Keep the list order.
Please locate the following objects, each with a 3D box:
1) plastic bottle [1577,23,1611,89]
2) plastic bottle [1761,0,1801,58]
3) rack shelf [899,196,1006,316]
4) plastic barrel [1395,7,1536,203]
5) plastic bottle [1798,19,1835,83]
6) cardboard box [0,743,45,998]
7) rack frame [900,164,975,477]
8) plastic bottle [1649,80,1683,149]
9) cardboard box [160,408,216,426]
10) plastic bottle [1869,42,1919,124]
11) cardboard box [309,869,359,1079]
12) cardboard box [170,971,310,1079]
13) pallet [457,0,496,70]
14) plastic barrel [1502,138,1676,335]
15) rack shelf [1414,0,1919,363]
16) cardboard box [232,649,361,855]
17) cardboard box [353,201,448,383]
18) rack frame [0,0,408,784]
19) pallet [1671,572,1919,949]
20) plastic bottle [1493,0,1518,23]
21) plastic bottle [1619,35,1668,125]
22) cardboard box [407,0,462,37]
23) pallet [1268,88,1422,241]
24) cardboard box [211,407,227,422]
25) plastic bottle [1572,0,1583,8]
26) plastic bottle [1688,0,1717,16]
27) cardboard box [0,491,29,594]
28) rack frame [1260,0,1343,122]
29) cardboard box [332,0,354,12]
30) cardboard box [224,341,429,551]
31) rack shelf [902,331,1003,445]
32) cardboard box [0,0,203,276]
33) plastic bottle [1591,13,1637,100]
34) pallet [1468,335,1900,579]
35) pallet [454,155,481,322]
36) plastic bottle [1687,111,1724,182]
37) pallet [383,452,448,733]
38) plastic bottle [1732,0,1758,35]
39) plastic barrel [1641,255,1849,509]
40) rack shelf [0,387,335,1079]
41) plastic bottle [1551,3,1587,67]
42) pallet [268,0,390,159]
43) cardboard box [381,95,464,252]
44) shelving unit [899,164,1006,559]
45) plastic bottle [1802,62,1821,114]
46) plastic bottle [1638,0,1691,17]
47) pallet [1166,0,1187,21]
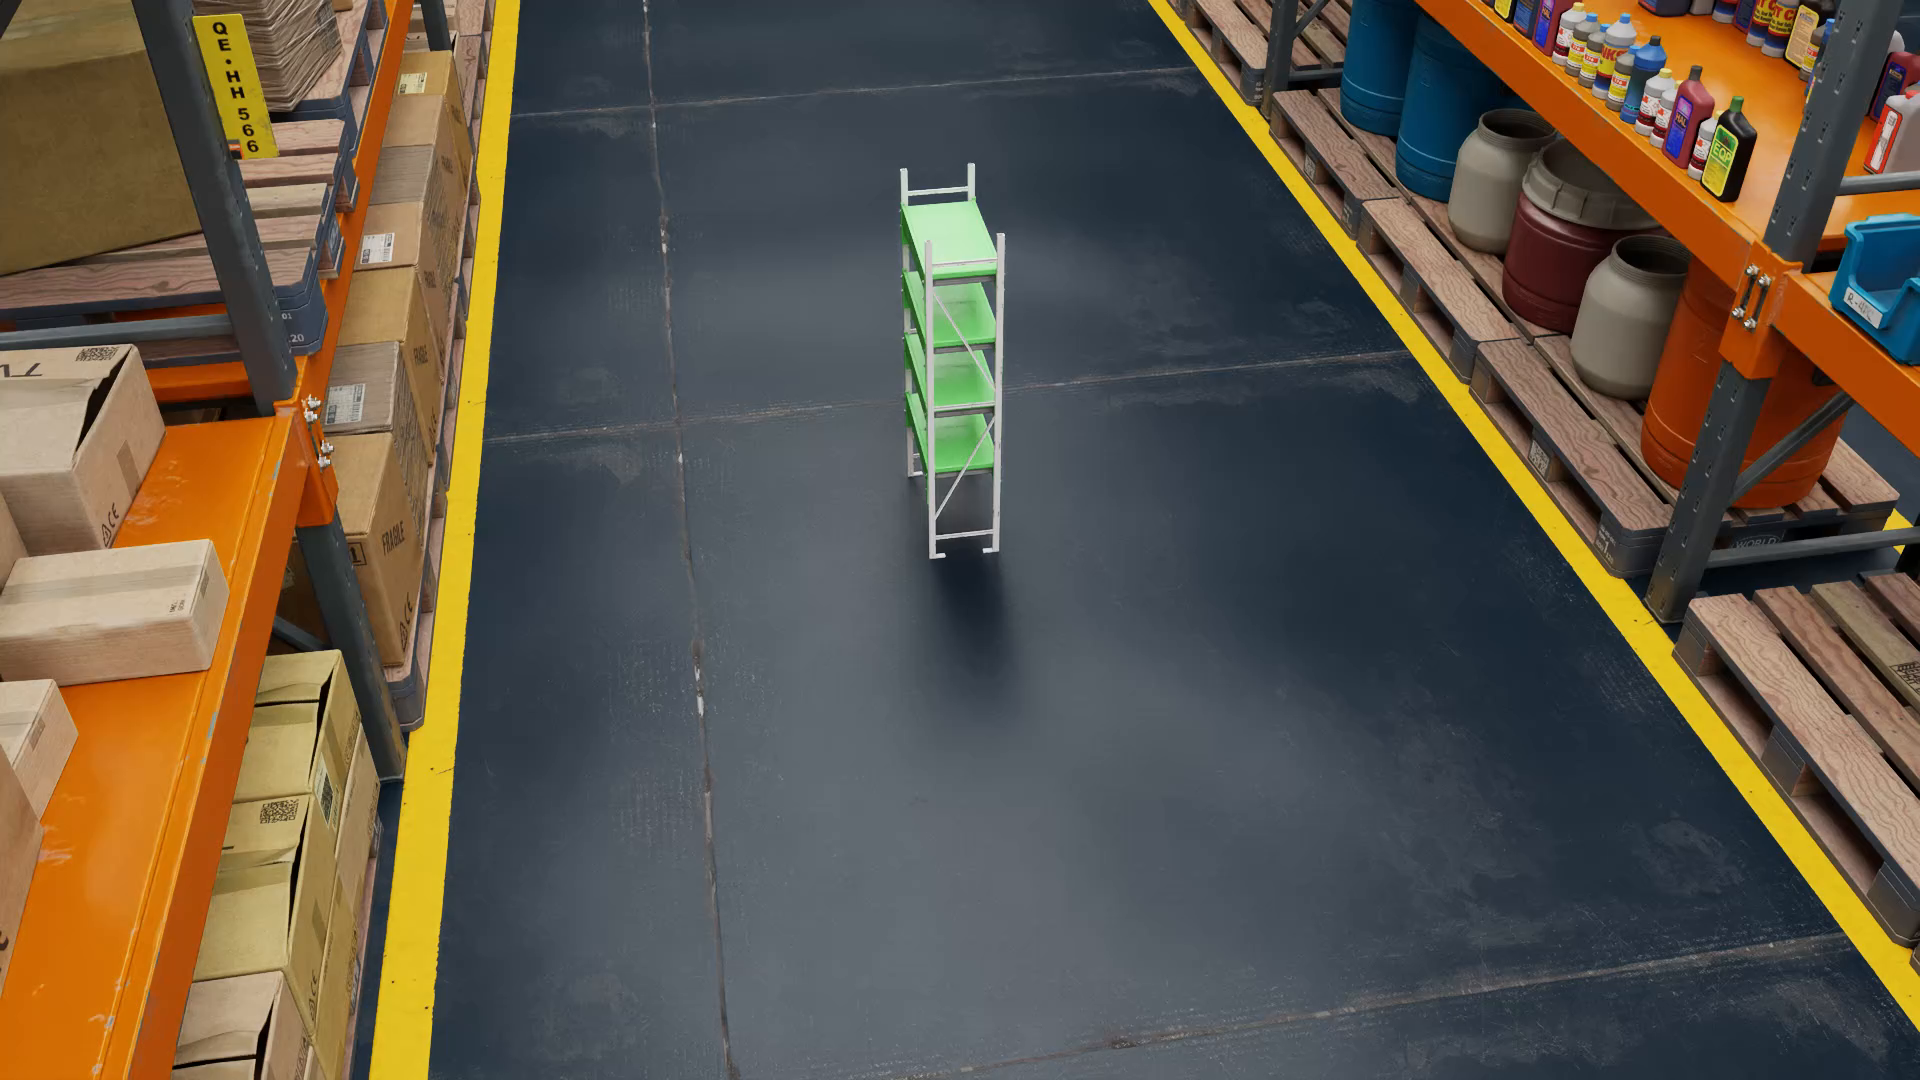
[{"bbox_3d":[2.135,-1.621,5.553,0.097,0.201,0.097,0,38,0],"label":"plastic bottle"},{"bbox_3d":[2.858,-1.814,5.744,0.097,0.271,0.097,0,38,0],"label":"plastic bottle"},{"bbox_3d":[-0.029,-0.902,5.255,0.258,0.148,0.480,-6,38,-8],"label":"rack shelf"},{"bbox_3d":[2.255,-1.991,7.236,0.600,0.901,0.708,-6,38,-8],"label":"plastic barrel"},{"bbox_3d":[2.899,-1.647,5.586,0.097,0.201,0.097,0,38,0],"label":"plastic bottle"},{"bbox_3d":[-1.813,0.507,2.571,0.500,0.500,0.500,-8,39,-10],"label":"cardboard box"},{"bbox_3d":[-0.072,-0.721,5.700,0.240,1.200,0.015,-6,38,-8],"label":"rack frame"},{"bbox_3d":[2.220,-1.327,5.175,0.097,0.201,0.097,0,38,0],"label":"plastic bottle"},{"bbox_3d":[-2.532,-0.521,5.044,0.500,0.250,0.500,-5,38,-6],"label":"cardboard box"},{"bbox_3d":[2.984,-1.449,5.266,0.061,0.283,0.133,-6,38,-8],"label":"plastic bottle"},{"bbox_3d":[-1.697,1.057,3.843,0.500,0.250,0.500,-7,38,-8],"label":"cardboard box"},{"bbox_3d":[-1.606,1.141,3.278,0.500,0.311,0.500,-6,38,-8],"label":"cardboard box"},{"bbox_3d":[-3.161,-2.933,9.354,1.003,0.211,1.213,-6,38,-8],"label":"pallet"},{"bbox_3d":[2.453,-1.185,6.454,0.600,0.588,0.708,-6,38,-8],"label":"plastic barrel"},{"bbox_3d":[2.403,-1.920,6.363,1.077,0.370,4.000,-6,38,-8],"label":"rack shelf"},{"bbox_3d":[-1.789,0.523,4.074,0.500,0.311,0.500,-5,38,-7],"label":"cardboard box"},{"bbox_3d":[-2.199,-0.891,6.131,0.500,0.500,0.500,-7,38,-9],"label":"cardboard box"},{"bbox_3d":[-2.123,-0.465,3.904,1.000,3.000,0.127,-6,38,-8],"label":"rack frame"},{"bbox_3d":[2.852,0.577,4.835,1.003,0.211,1.213,-6,38,-8],"label":"pallet"},{"bbox_3d":[2.007,-2.031,6.014,0.061,0.283,0.133,-6,38,-8],"label":"plastic bottle"},{"bbox_3d":[2.186,-1.472,5.305,0.097,0.271,0.097,0,38,0],"label":"plastic bottle"},{"bbox_3d":[-2.847,-2.734,8.776,0.380,0.166,0.250,-6,38,-8],"label":"cardboard box"},{"bbox_3d":[2.147,-1.840,7.947,1.003,0.211,1.213,-6,38,-8],"label":"pallet"},{"bbox_3d":[-2.518,-0.192,5.231,0.500,0.500,0.500,-5,38,-6],"label":"cardboard box"},{"bbox_3d":[2.172,-1.966,5.930,0.061,0.283,0.133,-6,38,-8],"label":"plastic bottle"},{"bbox_3d":[2.753,-2.081,6.084,0.152,0.276,0.135,-6,38,-8],"label":"plastic bottle"},{"bbox_3d":[-2.157,0.131,3.209,0.500,0.311,0.500,-7,38,-8],"label":"cardboard box"},{"bbox_3d":[2.053,-3.412,7.697,1.000,3.000,0.127,-6,38,-8],"label":"rack frame"},{"bbox_3d":[-2.454,-2.026,5.489,0.700,0.500,0.500,-16,41,-19],"label":"cardboard box"},{"bbox_3d":[-2.019,-0.273,5.336,0.500,0.500,0.500,-8,38,-10],"label":"cardboard box"},{"bbox_3d":[-0.029,-0.523,5.550,0.258,0.148,0.480,-6,38,-8],"label":"rack shelf"},{"bbox_3d":[-2.345,-1.039,4.219,0.700,0.500,0.500,-19,42,-23],"label":"cardboard box"},{"bbox_3d":[2.152,-1.590,5.456,0.097,0.271,0.097,0,38,0],"label":"plastic bottle"},{"bbox_3d":[2.575,-0.366,6.050,1.003,0.211,1.213,-6,38,-8],"label":"pallet"},{"bbox_3d":[-2.645,-1.293,7.242,1.003,0.211,1.213,-6,38,-8],"label":"pallet"},{"bbox_3d":[2.261,-1.188,4.996,0.097,0.201,0.097,0,38,0],"label":"plastic bottle"},{"bbox_3d":[-2.217,0.181,5.345,1.003,0.211,1.213,-6,38,-8],"label":"pallet"},{"bbox_3d":[2.839,-1.949,5.909,0.061,0.283,0.133,-6,38,-8],"label":"plastic bottle"},{"bbox_3d":[2.651,-0.598,5.502,0.600,0.830,0.708,-6,38,-8],"label":"plastic barrel"},{"bbox_3d":[-1.773,1.027,2.570,1.077,0.370,4.000,-6,38,-8],"label":"rack shelf"},{"bbox_3d":[2.101,-1.738,5.705,0.097,0.201,0.097,0,38,0],"label":"plastic bottle"},{"bbox_3d":[-2.469,-1.564,5.474,1.003,0.211,1.213,-6,38,-8],"label":"pallet"},{"bbox_3d":[-2.377,-1.501,6.916,0.500,0.500,0.500,-6,38,-8],"label":"cardboard box"},{"bbox_3d":[-0.029,-0.574,5.511,0.258,1.200,0.503,-6,38,-8],"label":"shelving unit"},{"bbox_3d":[2.796,-1.468,5.357,0.097,0.201,0.097,0,38,0],"label":"plastic bottle"},{"bbox_3d":[2.603,-2.109,6.060,0.144,0.351,0.185,-6,38,-8],"label":"plastic bottle"},{"bbox_3d":[1.668,-3.489,10.069,1.003,0.211,1.213,-6,38,-8],"label":"pallet"}]
